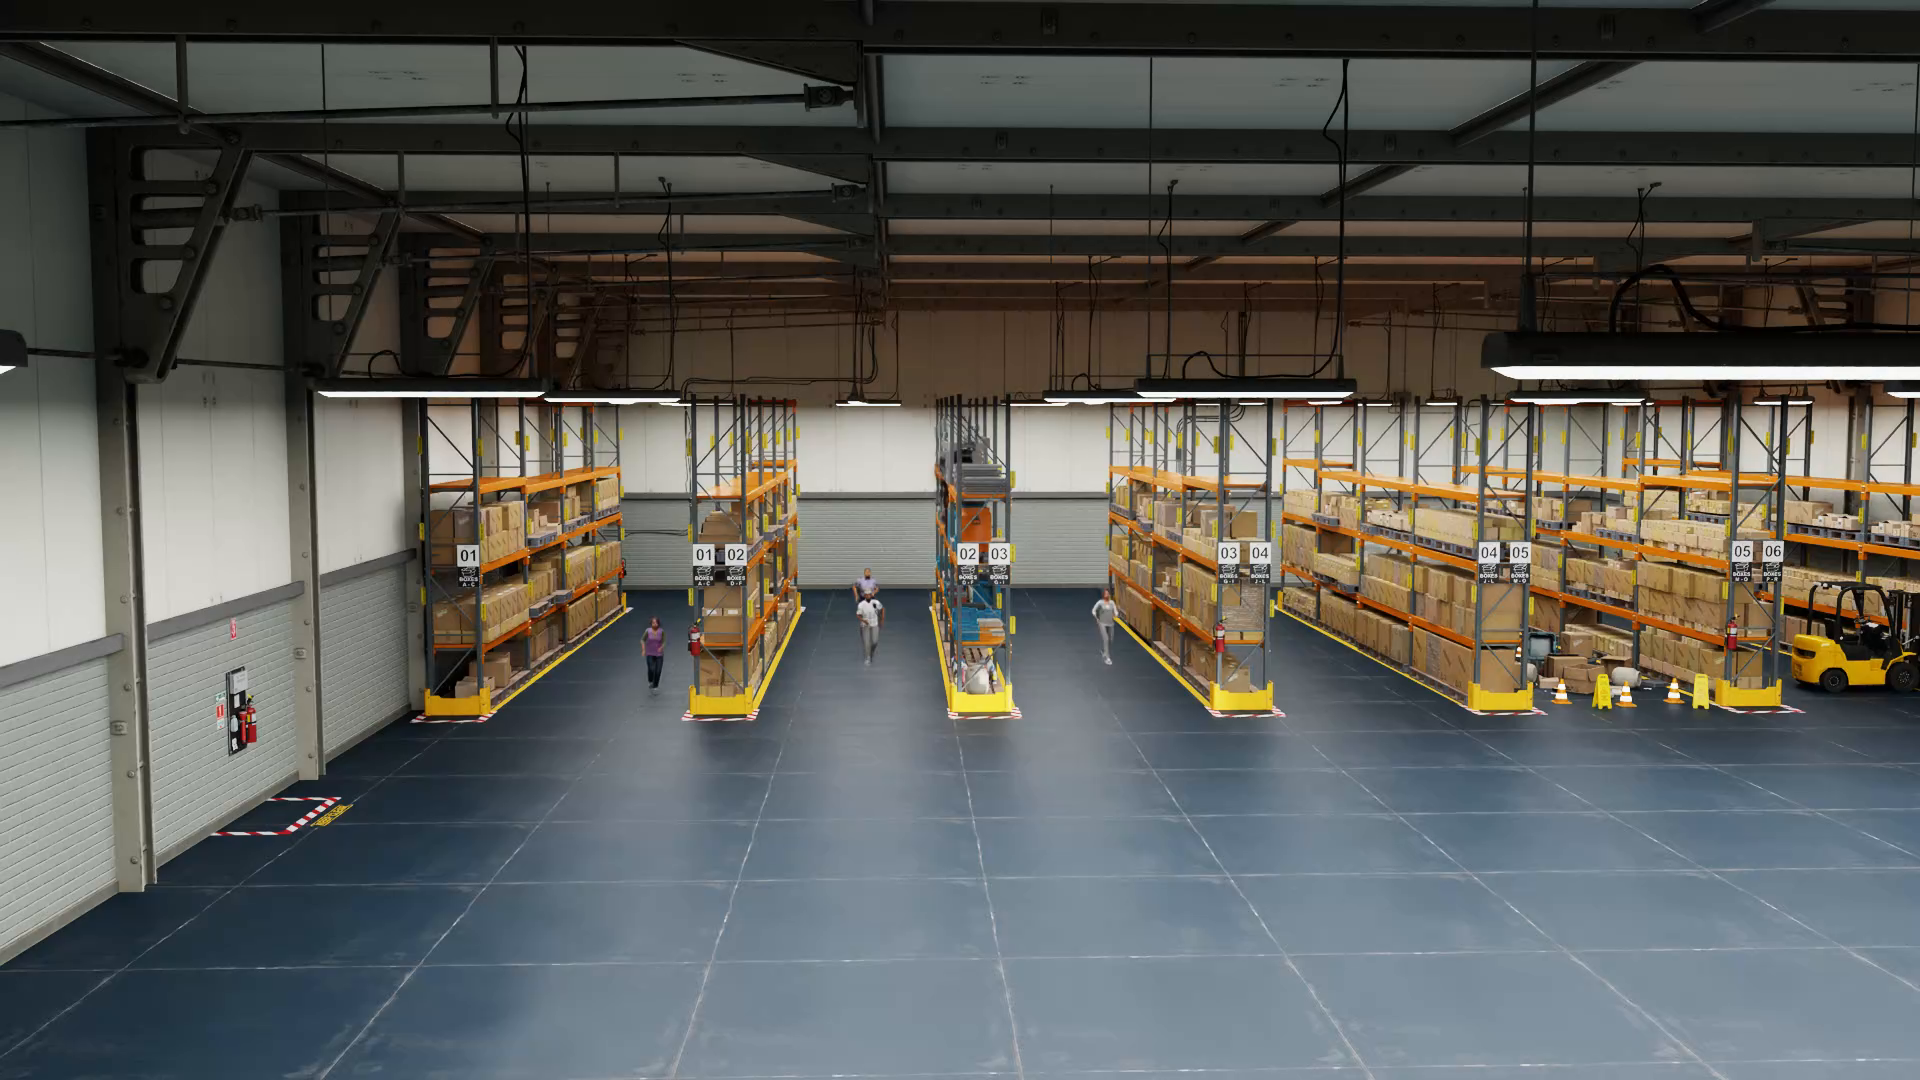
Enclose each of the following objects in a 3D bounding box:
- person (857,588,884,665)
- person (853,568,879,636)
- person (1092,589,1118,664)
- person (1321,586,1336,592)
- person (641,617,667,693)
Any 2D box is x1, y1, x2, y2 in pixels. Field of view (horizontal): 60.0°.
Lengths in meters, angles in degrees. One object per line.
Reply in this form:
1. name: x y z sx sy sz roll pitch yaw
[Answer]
1. person: -1.889 1.839 35.171 0.600 1.679 0.698 -1 5 -7
2. person: -2.226 1.515 39.826 0.588 1.693 0.641 -1 5 -16
3. person: 3.125 1.838 35.628 0.548 1.578 0.726 -1 5 -14
4. person: 10.759 0.937 49.090 0.985 1.776 0.654 -1 5 -7
5. person: -6.129 2.323 33.344 0.515 1.548 0.627 -1 5 -14
